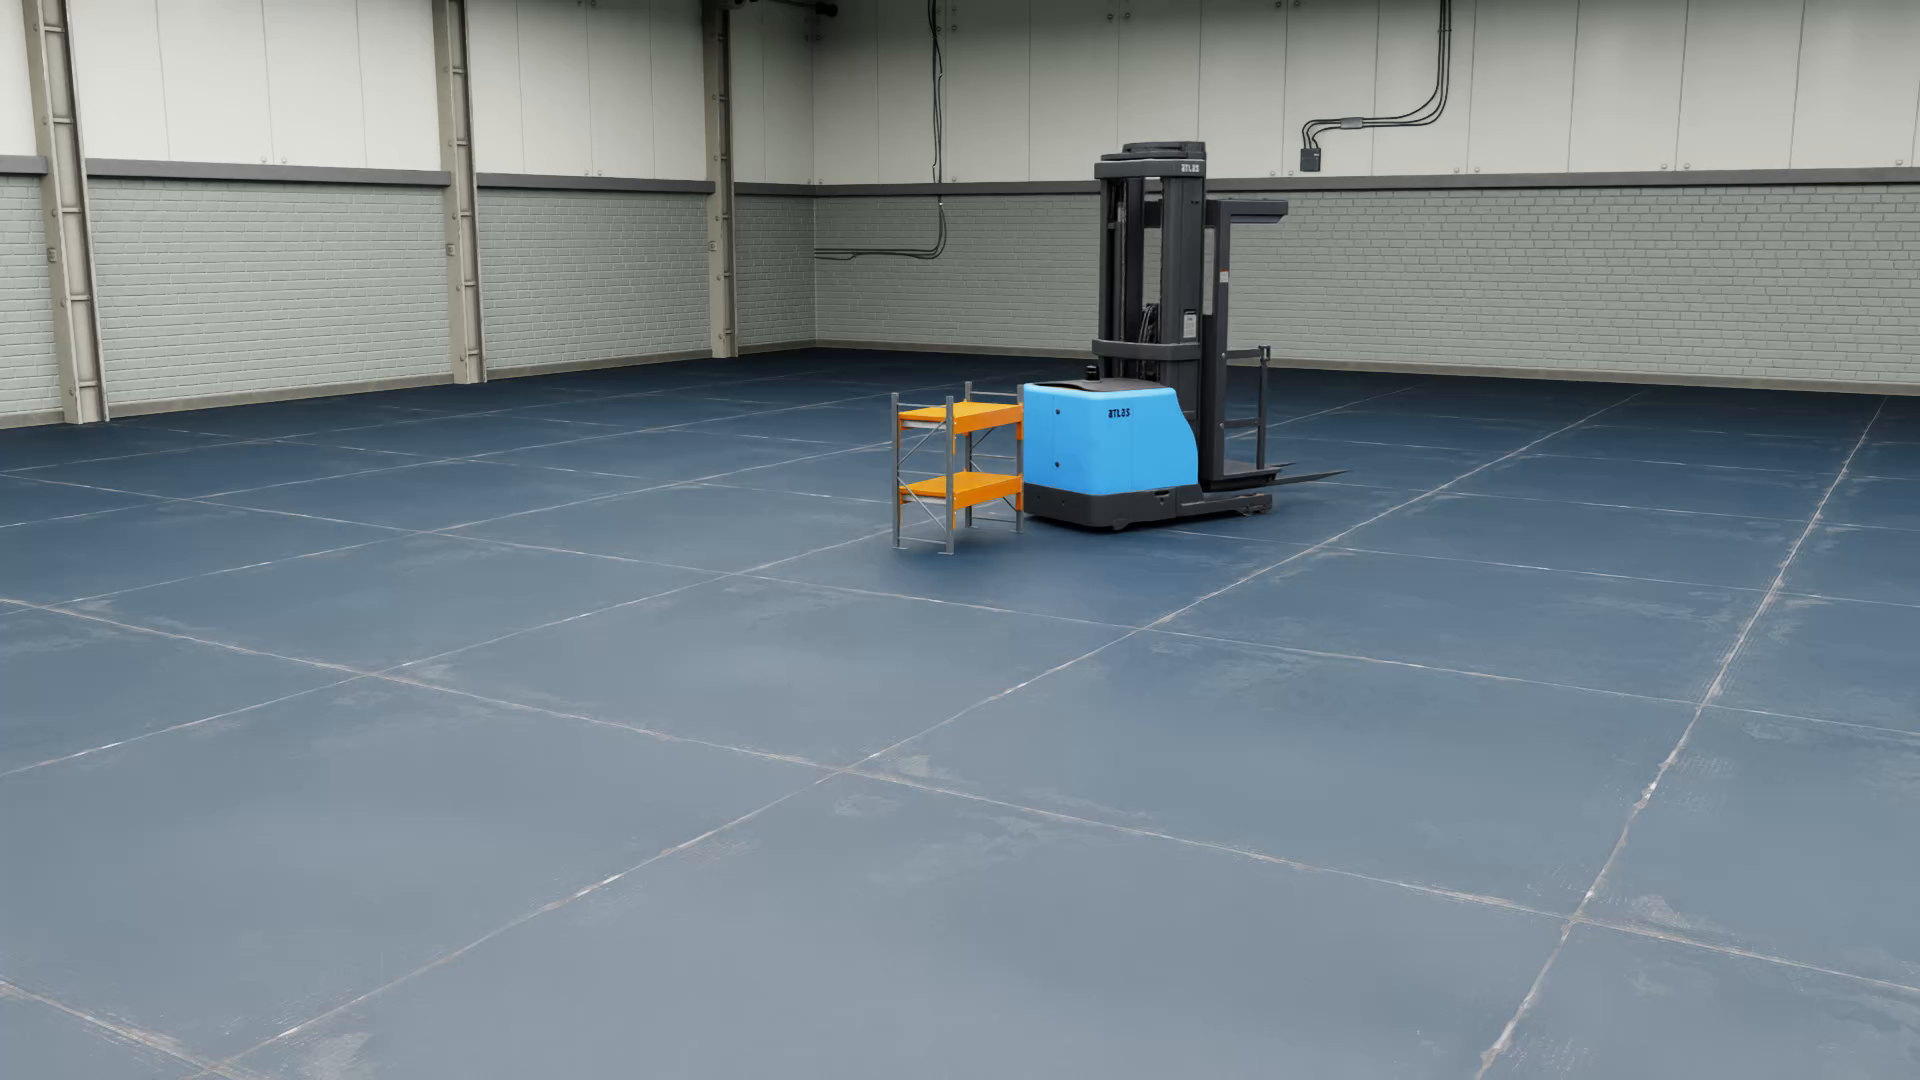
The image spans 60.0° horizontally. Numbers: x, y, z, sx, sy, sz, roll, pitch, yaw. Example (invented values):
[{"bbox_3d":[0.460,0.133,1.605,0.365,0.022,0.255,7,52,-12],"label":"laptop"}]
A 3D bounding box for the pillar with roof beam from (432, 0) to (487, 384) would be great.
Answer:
[{"bbox_3d":[-3.686,-6.377,21.975,9.100,9.000,0.400,6,12,31],"label":"pillar with roof beam"}]

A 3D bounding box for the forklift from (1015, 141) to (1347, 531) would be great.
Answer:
[{"bbox_3d":[1.927,-1.703,13.500,3.031,2.935,1.130,-8,13,-36],"label":"forklift"}]

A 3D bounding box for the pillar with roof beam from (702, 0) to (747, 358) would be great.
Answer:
[{"bbox_3d":[-0.571,-7.320,27.015,9.100,9.000,0.548,6,12,31],"label":"pillar with roof beam"}]

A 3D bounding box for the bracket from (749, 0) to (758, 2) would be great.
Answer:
[{"bbox_3d":[-3.732,-9.532,29.048,0.235,0.232,0.430,6,12,31],"label":"bracket"}]

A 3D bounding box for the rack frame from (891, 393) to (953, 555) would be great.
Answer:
[{"bbox_3d":[-0.267,-0.472,11.832,0.500,1.125,0.032,6,12,31],"label":"rack frame"}]

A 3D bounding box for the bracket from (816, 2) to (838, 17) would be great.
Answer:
[{"bbox_3d":[-2.501,-9.905,31.039,0.235,0.232,0.430,6,12,31],"label":"bracket"}]

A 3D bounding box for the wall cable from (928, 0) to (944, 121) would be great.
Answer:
[{"bbox_3d":[0.721,-8.766,29.453,3.097,2.526,0.112,6,12,31],"label":"wall cable"}]

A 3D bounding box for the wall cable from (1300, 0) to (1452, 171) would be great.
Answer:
[{"bbox_3d":[6.515,-8.831,25.841,2.305,6.003,0.169,6,12,31],"label":"wall cable"}]

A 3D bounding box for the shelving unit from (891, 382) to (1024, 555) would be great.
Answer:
[{"bbox_3d":[-0.004,-0.552,12.259,0.538,1.125,1.048,6,12,31],"label":"shelving unit"}]

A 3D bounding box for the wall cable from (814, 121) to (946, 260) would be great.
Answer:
[{"bbox_3d":[-1.591,-6.542,31.298,3.097,2.526,0.112,6,12,31],"label":"wall cable"}]

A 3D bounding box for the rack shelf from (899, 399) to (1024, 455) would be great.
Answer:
[{"bbox_3d":[-0.004,-0.840,12.206,0.538,0.278,1.000,6,12,31],"label":"rack shelf"}]

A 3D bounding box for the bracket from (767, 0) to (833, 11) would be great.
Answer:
[{"bbox_3d":[-2.808,-9.812,30.543,0.076,0.066,3.189,6,12,31],"label":"bracket"}]

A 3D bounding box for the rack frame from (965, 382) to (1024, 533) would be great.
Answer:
[{"bbox_3d":[0.260,-0.632,12.687,0.500,1.125,0.032,6,12,31],"label":"rack frame"}]

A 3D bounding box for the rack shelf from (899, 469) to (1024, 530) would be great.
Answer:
[{"bbox_3d":[-0.004,-0.311,12.304,0.538,0.278,1.000,6,12,31],"label":"rack shelf"}]

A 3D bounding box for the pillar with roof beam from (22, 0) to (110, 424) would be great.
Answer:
[{"bbox_3d":[-6.801,-5.433,16.934,9.100,9.000,0.400,6,12,31],"label":"pillar with roof beam"}]
